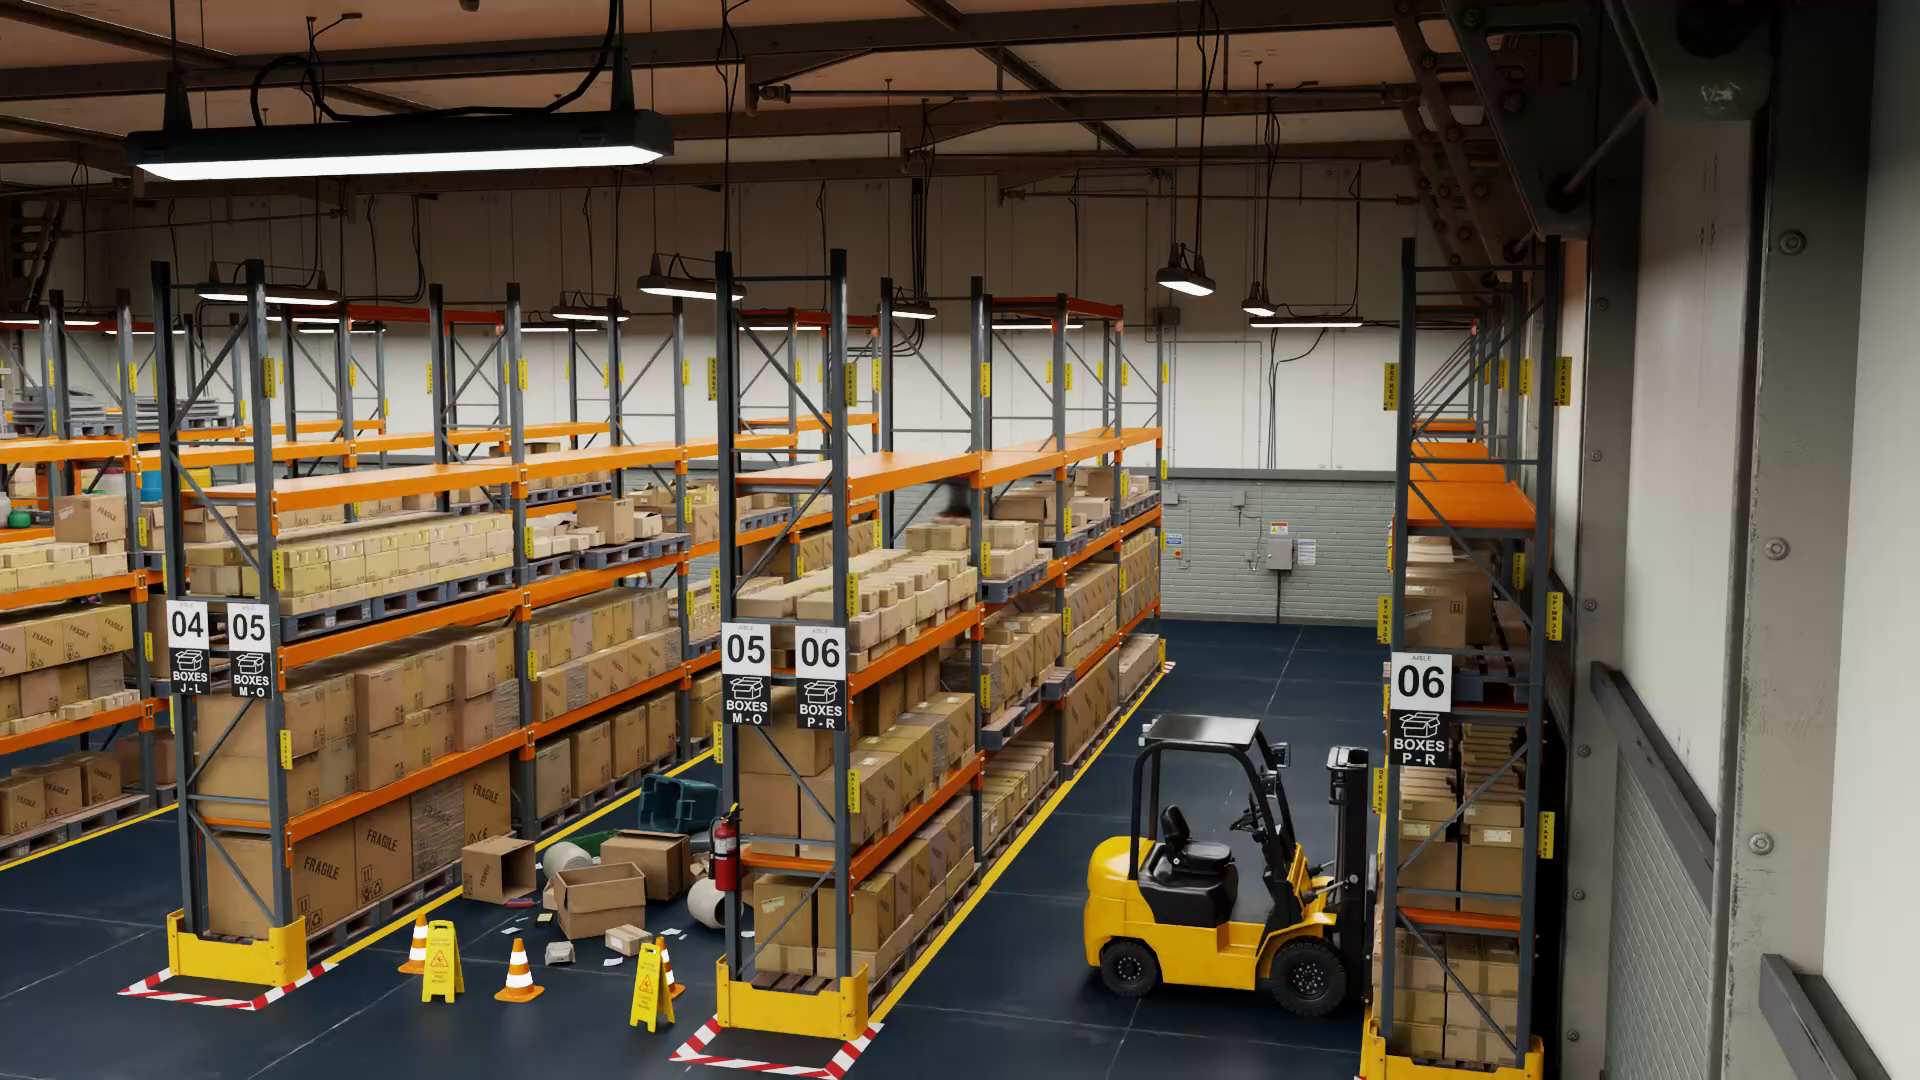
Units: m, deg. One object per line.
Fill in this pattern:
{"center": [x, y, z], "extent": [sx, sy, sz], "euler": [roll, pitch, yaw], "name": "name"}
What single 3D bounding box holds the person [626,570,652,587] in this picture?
{"center": [-6.475, 0.754, 33.283], "extent": [0.586, 1.756, 0.566], "euler": [-4, 7, -33], "name": "person"}
